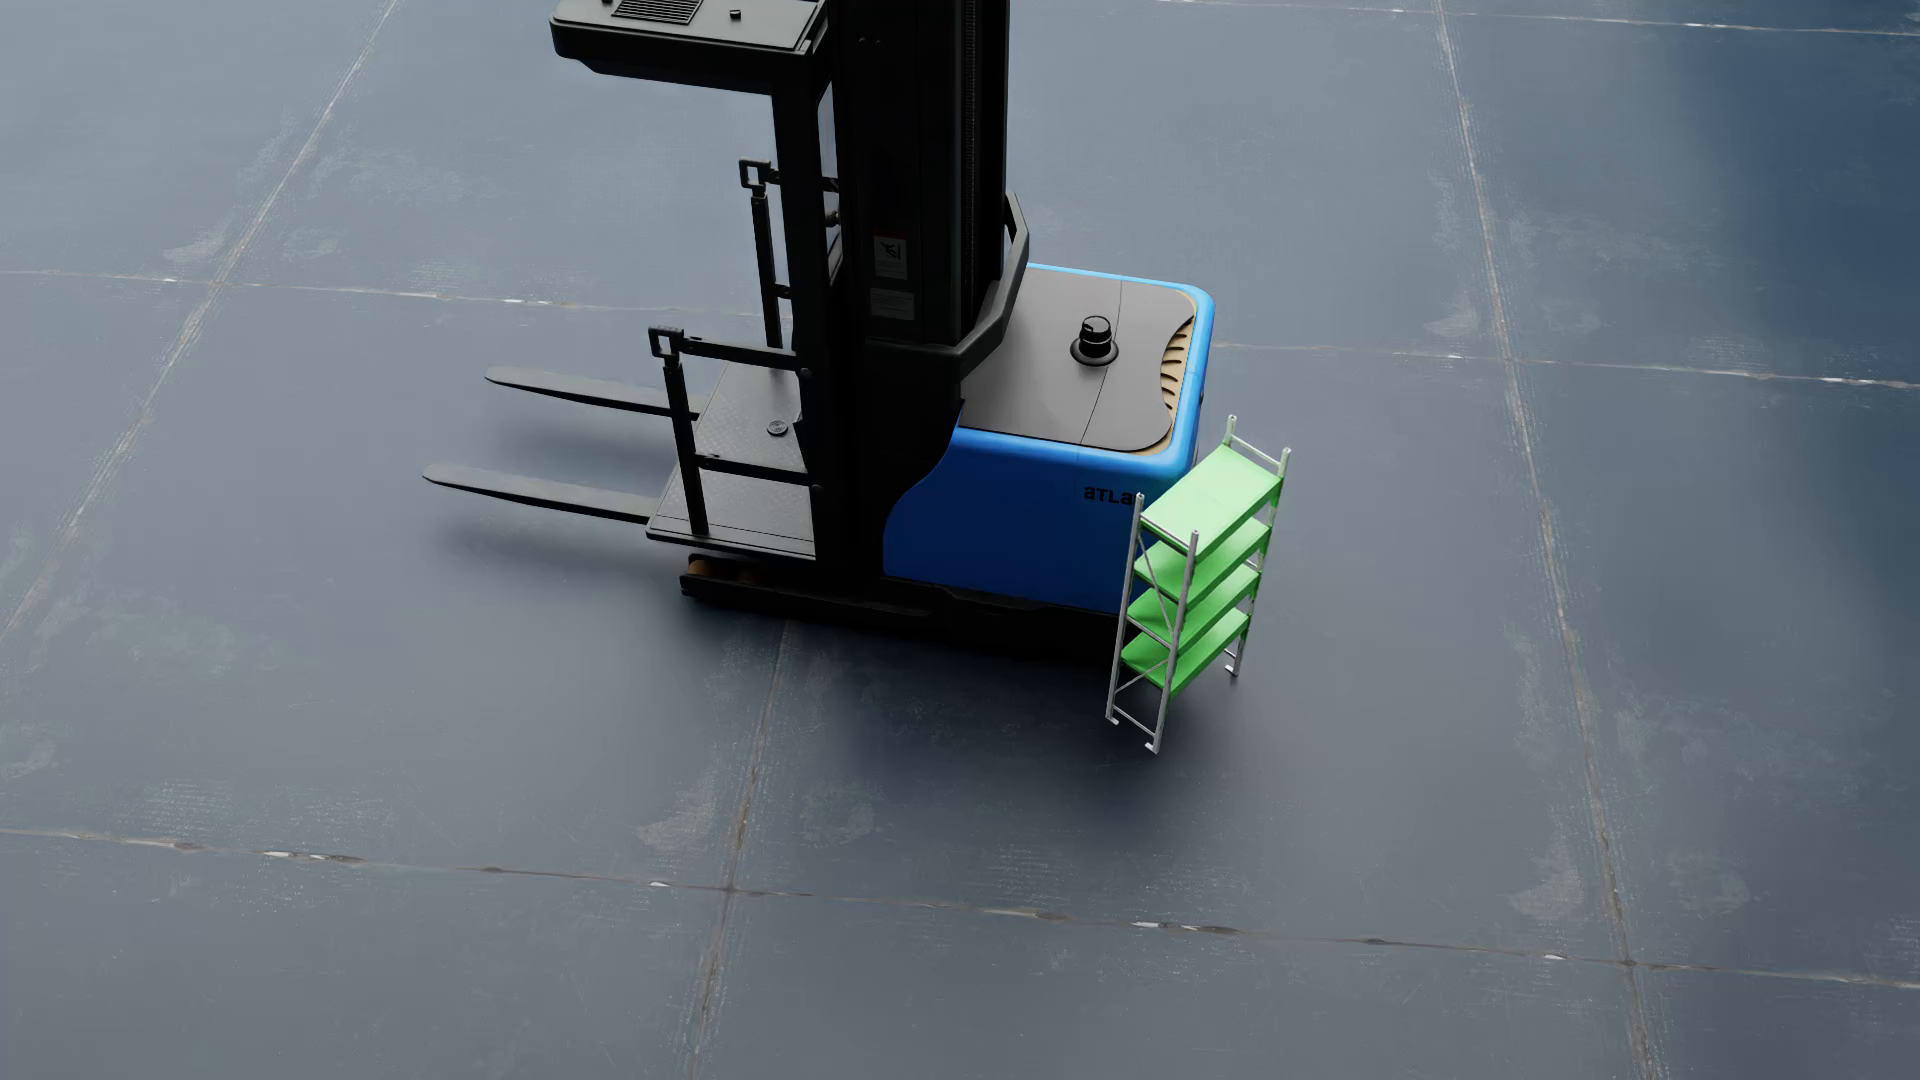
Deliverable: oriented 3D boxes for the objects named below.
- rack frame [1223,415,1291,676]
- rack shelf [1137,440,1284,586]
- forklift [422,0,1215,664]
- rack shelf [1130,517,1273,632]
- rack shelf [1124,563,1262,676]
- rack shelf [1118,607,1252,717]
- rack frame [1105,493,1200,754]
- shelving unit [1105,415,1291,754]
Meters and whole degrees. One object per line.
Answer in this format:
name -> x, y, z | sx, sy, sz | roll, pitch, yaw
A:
rack frame -> 0.970, 0.049, 5.888 | 0.240, 1.200, 0.015 | 35, 56, 26
rack shelf -> 0.812, -0.094, 5.455 | 0.258, 0.148, 0.480 | 35, 56, 26
forklift -> -0.615, -1.091, 5.762 | 3.031, 2.935, 1.130 | 9, 48, 9
rack shelf -> 0.808, 0.065, 5.635 | 0.258, 0.148, 0.480 | 35, 56, 26
rack shelf -> 0.804, 0.224, 5.814 | 0.258, 0.148, 0.480 | 35, 56, 26
rack shelf -> 0.800, 0.383, 5.994 | 0.258, 0.148, 0.480 | 35, 56, 26
rack frame -> 0.640, 0.314, 5.646 | 0.240, 1.200, 0.015 | 35, 56, 26
shelving unit -> 0.805, 0.182, 5.767 | 0.258, 1.200, 0.503 | 35, 56, 26
